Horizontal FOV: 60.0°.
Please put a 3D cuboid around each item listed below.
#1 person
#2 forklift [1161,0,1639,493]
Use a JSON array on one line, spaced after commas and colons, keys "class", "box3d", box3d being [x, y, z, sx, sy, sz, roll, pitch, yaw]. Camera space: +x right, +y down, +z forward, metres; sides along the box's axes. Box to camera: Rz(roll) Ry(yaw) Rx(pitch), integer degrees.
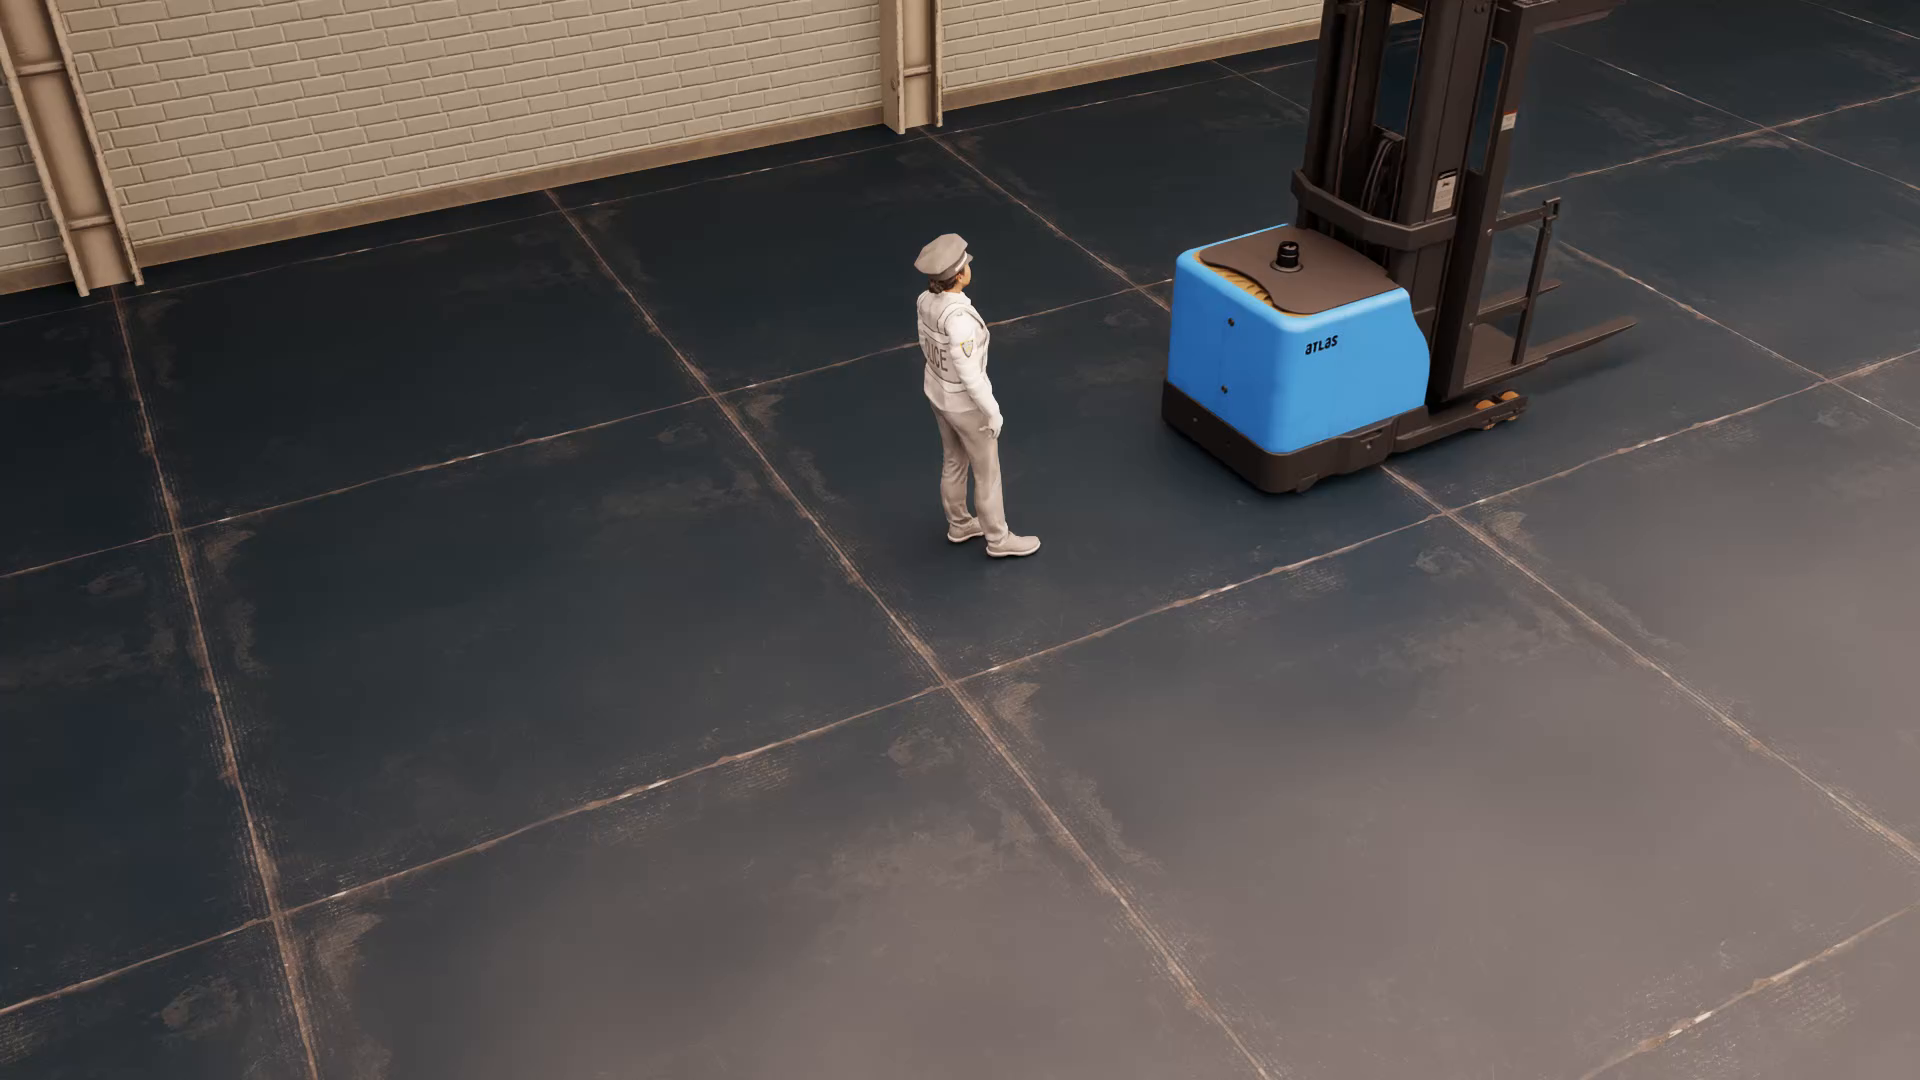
[{"class": "person", "box3d": [0.063, -0.713, 8.191, 0.531, 1.695, 0.587, -17, 39, -23]}, {"class": "forklift", "box3d": [2.686, -2.074, 9.057, 3.031, 2.935, 1.130, -19, 39, -25]}]
